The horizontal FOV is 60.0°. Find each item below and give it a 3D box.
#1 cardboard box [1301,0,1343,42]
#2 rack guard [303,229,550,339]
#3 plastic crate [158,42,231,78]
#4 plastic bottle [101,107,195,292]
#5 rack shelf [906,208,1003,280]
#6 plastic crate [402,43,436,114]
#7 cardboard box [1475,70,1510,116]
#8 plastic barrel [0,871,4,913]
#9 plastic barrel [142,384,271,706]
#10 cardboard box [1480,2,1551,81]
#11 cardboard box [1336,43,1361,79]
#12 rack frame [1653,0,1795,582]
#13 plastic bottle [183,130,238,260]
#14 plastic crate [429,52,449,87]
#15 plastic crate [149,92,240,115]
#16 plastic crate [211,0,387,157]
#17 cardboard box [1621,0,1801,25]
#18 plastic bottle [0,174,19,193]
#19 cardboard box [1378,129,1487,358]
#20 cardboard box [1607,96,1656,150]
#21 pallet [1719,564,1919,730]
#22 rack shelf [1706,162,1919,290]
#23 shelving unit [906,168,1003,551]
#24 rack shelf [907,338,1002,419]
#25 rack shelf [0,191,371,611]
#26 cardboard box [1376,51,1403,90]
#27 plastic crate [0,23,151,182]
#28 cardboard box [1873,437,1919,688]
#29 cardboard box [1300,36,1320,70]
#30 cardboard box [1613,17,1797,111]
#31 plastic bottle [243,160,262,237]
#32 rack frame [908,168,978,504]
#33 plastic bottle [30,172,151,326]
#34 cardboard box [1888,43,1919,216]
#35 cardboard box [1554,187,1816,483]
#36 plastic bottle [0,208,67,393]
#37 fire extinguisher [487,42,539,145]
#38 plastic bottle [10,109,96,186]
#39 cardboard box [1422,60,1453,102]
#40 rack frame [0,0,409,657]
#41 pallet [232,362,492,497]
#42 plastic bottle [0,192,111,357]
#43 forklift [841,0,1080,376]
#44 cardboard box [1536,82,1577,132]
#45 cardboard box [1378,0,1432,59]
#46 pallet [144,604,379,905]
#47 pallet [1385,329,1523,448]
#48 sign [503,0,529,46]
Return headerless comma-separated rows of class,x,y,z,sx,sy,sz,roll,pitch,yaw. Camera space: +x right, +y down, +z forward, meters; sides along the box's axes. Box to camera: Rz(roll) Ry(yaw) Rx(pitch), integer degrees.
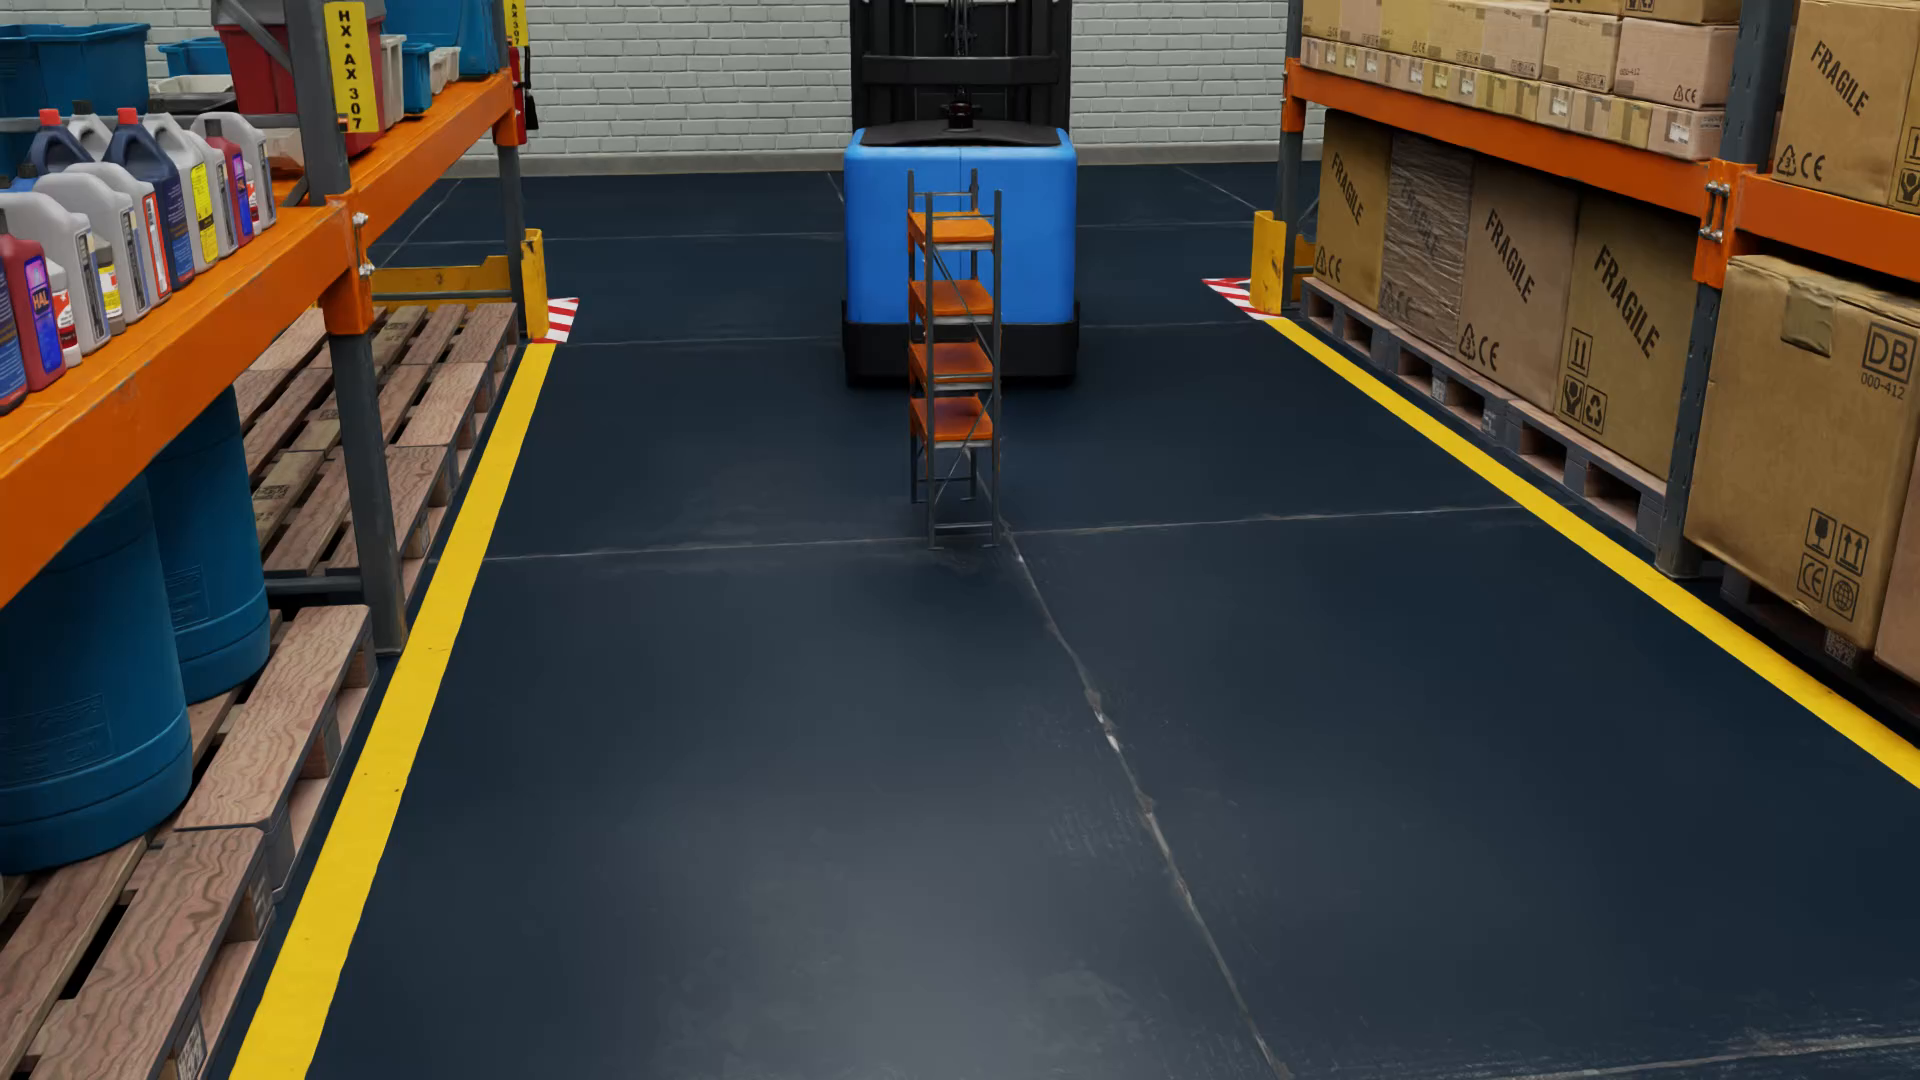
cardboard box,2.006,-2.590,8.153,0.500,0.250,0.500,-3,21,-9
rack guard,-2.713,-1.288,8.449,1.175,0.500,0.348,-3,21,-8
plastic crate,-2.754,-1.739,6.238,0.416,0.233,0.300,-3,21,-8
plastic bottle,-1.637,-0.677,3.312,0.144,0.351,0.185,-3,21,-8
rack shelf,-0.024,-0.988,5.522,0.258,0.148,0.480,-3,21,-8
plastic crate,-2.147,-1.702,6.141,0.416,0.233,0.300,-3,21,-8
cardboard box,2.227,-1.732,6.425,0.380,0.149,0.250,-3,21,-9
plastic barrel,-1.964,0.537,2.946,0.421,0.512,0.421,0,20,0
plastic barrel,-2.059,-0.090,4.070,0.600,0.901,0.708,-3,21,-8
cardboard box,2.307,-1.880,6.252,0.500,0.250,0.500,-2,21,-7
cardboard box,2.005,-2.266,7.855,0.380,0.149,0.250,-3,21,-9
rack frame,2.781,-1.316,4.952,1.000,3.000,0.127,-3,21,-8
plastic bottle,-1.691,-0.761,3.644,0.152,0.276,0.135,-3,21,-8
plastic crate,-2.373,-1.981,7.025,0.396,0.136,0.243,-3,21,-8
plastic crate,-2.548,-1.339,5.322,0.437,0.125,0.590,-3,21,-8
plastic crate,-2.001,-1.446,5.123,0.402,0.464,0.583,-3,21,-8
cardboard box,2.450,-1.882,5.185,0.500,0.500,0.500,-2,21,-6
plastic bottle,-1.720,-0.525,3.019,0.097,0.271,0.097,0,20,0
cardboard box,2.507,-1.369,7.532,0.875,0.875,0.875,-3,21,-8
cardboard box,2.375,-1.376,5.473,0.380,0.149,0.250,-3,21,-7
pallet,2.967,0.254,4.735,1.003,0.211,1.213,-3,21,-8
rack shelf,3.069,-0.286,3.224,1.077,0.370,4.000,-3,21,-8
shelving unit,-0.024,-0.619,5.660,0.258,1.200,0.503,-3,21,-8
rack shelf,-0.024,-0.556,5.683,0.258,0.148,0.480,-3,21,-8
rack shelf,-1.832,-0.036,2.555,1.077,0.370,4.000,-3,21,-8
cardboard box,2.079,-2.088,7.378,0.380,0.149,0.250,-3,21,-9
plastic crate,-2.525,-1.231,4.662,0.392,0.384,0.575,-3,21,-8
cardboard box,3.023,0.013,3.831,1.225,0.875,0.875,-4,21,-10
cardboard box,1.929,-2.443,8.330,0.380,0.149,0.250,-3,21,-7
cardboard box,2.458,-1.524,5.300,0.500,0.250,0.500,-3,21,-9
plastic bottle,-1.700,-0.814,3.892,0.097,0.201,0.097,0,20,0
rack frame,-0.059,-0.704,5.886,0.240,1.200,0.015,-3,21,-8
plastic bottle,-1.599,-0.540,3.052,0.152,0.276,0.135,-3,21,-8
cardboard box,2.673,-1.017,4.008,0.500,0.500,0.500,-3,21,-8
cardboard box,2.765,-0.750,5.873,0.875,0.875,0.875,-3,21,-8
plastic bottle,-1.487,-0.385,2.628,0.061,0.283,0.133,-3,21,-8
fire extinguisher,-2.269,-2.315,8.271,0.296,0.674,0.183,-3,21,-8
plastic bottle,-1.780,-0.670,3.293,0.144,0.351,0.185,-3,21,-8
cardboard box,2.152,-1.911,6.905,0.380,0.149,0.250,-3,21,-9
rack frame,-2.120,-1.066,4.283,1.000,3.000,0.127,-3,21,-8
pallet,-2.444,-0.436,6.581,1.003,0.211,1.213,-3,21,-8
plastic bottle,-1.565,-0.460,2.837,0.152,0.276,0.135,-3,21,-8
forklift,0.004,-2.574,8.418,1.130,2.935,3.031,0,20,0
cardboard box,2.302,-1.554,5.949,0.380,0.149,0.250,-3,21,-7
cardboard box,2.157,-2.236,7.205,0.500,0.250,0.500,-4,21,-10
pallet,-2.050,0.510,4.050,1.003,0.211,1.213,-3,21,-8
pallet,2.570,-0.700,7.289,1.003,0.211,1.213,-3,21,-8
sign,-2.155,-2.561,8.052,0.100,0.325,0.005,-3,21,-8
